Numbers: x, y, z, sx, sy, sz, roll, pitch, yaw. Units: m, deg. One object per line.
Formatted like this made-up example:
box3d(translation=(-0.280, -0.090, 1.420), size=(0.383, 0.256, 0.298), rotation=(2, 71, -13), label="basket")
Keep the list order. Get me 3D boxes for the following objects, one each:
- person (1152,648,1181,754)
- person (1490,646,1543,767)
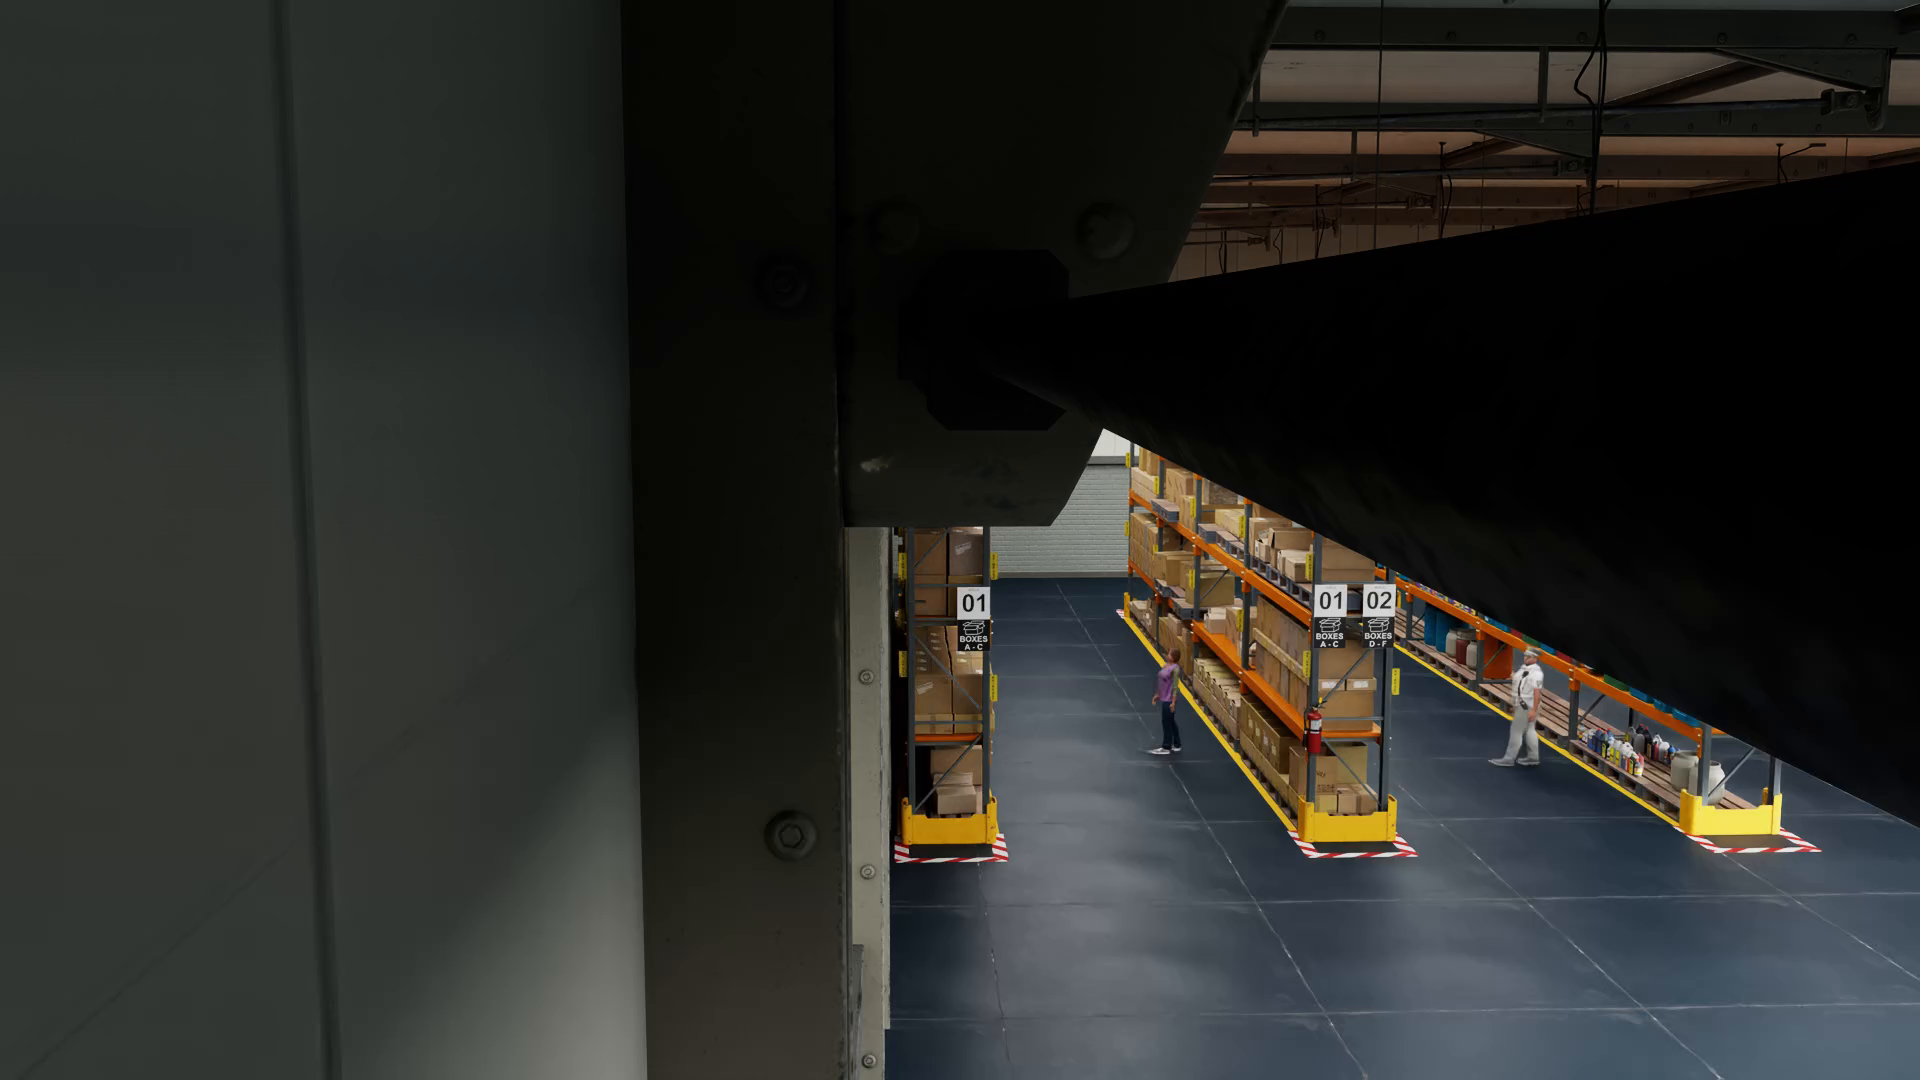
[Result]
box3d(translation=(3.073, 2.395, 24.735), size=(0.452, 1.563, 0.437), rotation=(0, 7, 1), label="person")
box3d(translation=(8.041, 2.386, 24.002), size=(0.688, 1.764, 0.533), rotation=(2, 8, 16), label="person")
